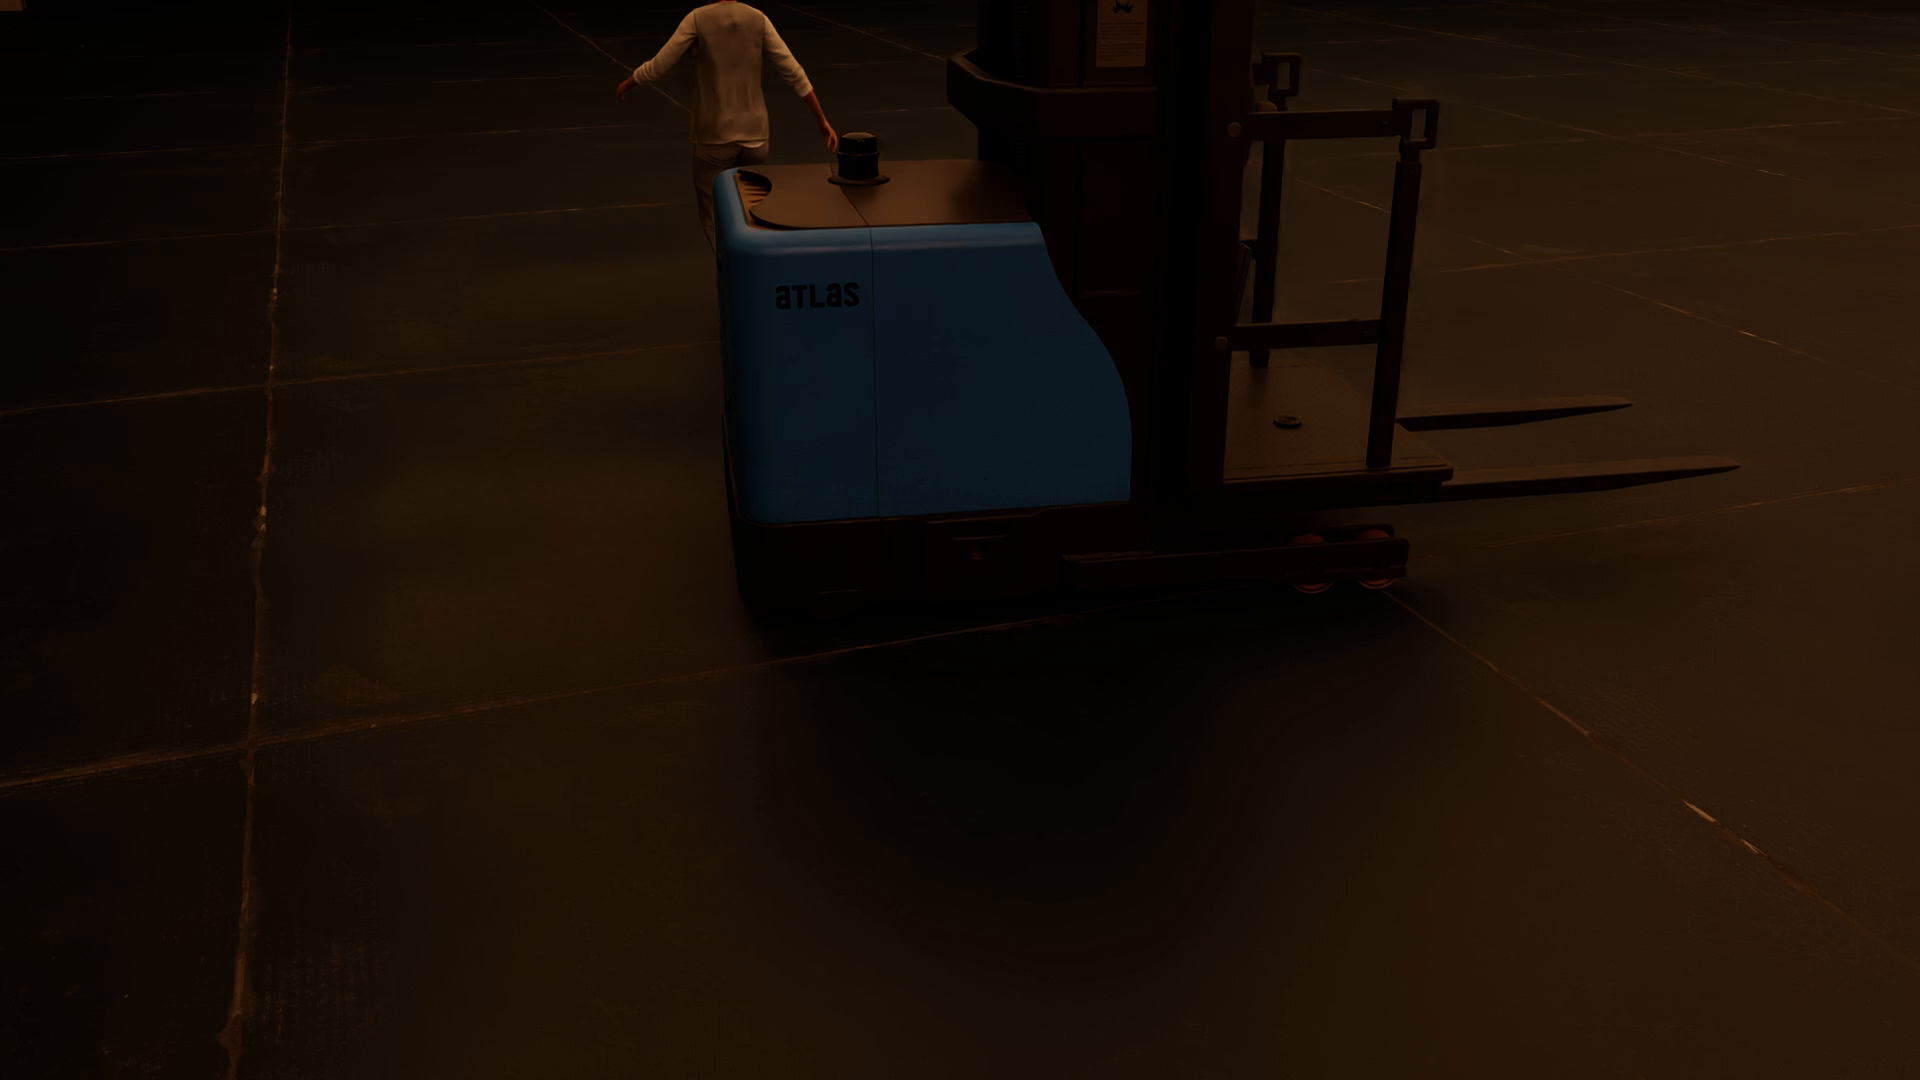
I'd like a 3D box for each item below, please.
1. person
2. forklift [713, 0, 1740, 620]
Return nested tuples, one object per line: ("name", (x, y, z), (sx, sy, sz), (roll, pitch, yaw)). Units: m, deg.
("person", (-0.978, -1.727, 7.181), (0.822, 1.579, 0.710), (-12, 25, -26))
("forklift", (0.820, -1.396, 4.619), (3.031, 2.935, 1.130), (-4, 23, -9))
